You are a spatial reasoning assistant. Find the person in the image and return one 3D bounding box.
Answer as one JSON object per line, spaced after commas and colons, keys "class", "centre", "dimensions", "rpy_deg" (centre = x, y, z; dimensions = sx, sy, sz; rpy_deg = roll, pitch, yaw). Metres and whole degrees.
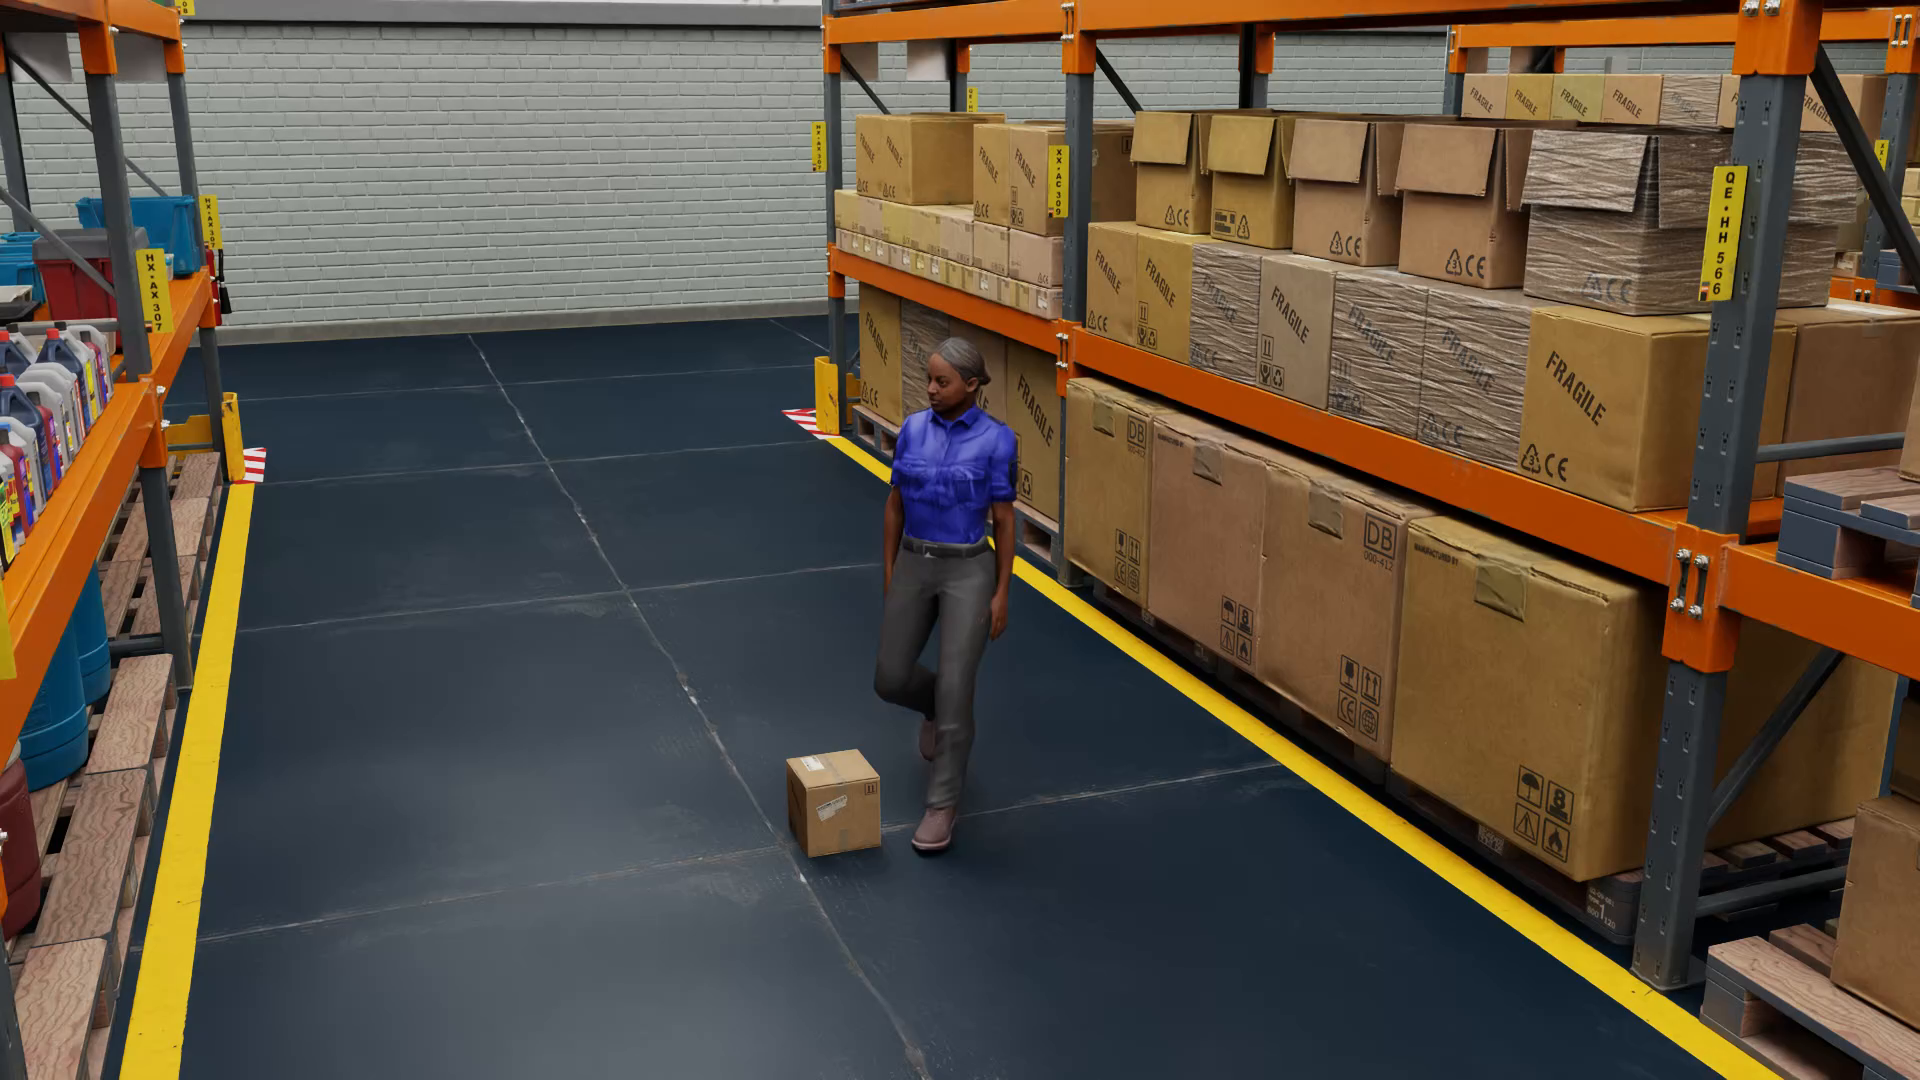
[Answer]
{"class": "person", "centre": [-0.061, 0.137, 5.570], "dimensions": [0.474, 1.625, 0.777], "rpy_deg": [7, 17, 22]}
